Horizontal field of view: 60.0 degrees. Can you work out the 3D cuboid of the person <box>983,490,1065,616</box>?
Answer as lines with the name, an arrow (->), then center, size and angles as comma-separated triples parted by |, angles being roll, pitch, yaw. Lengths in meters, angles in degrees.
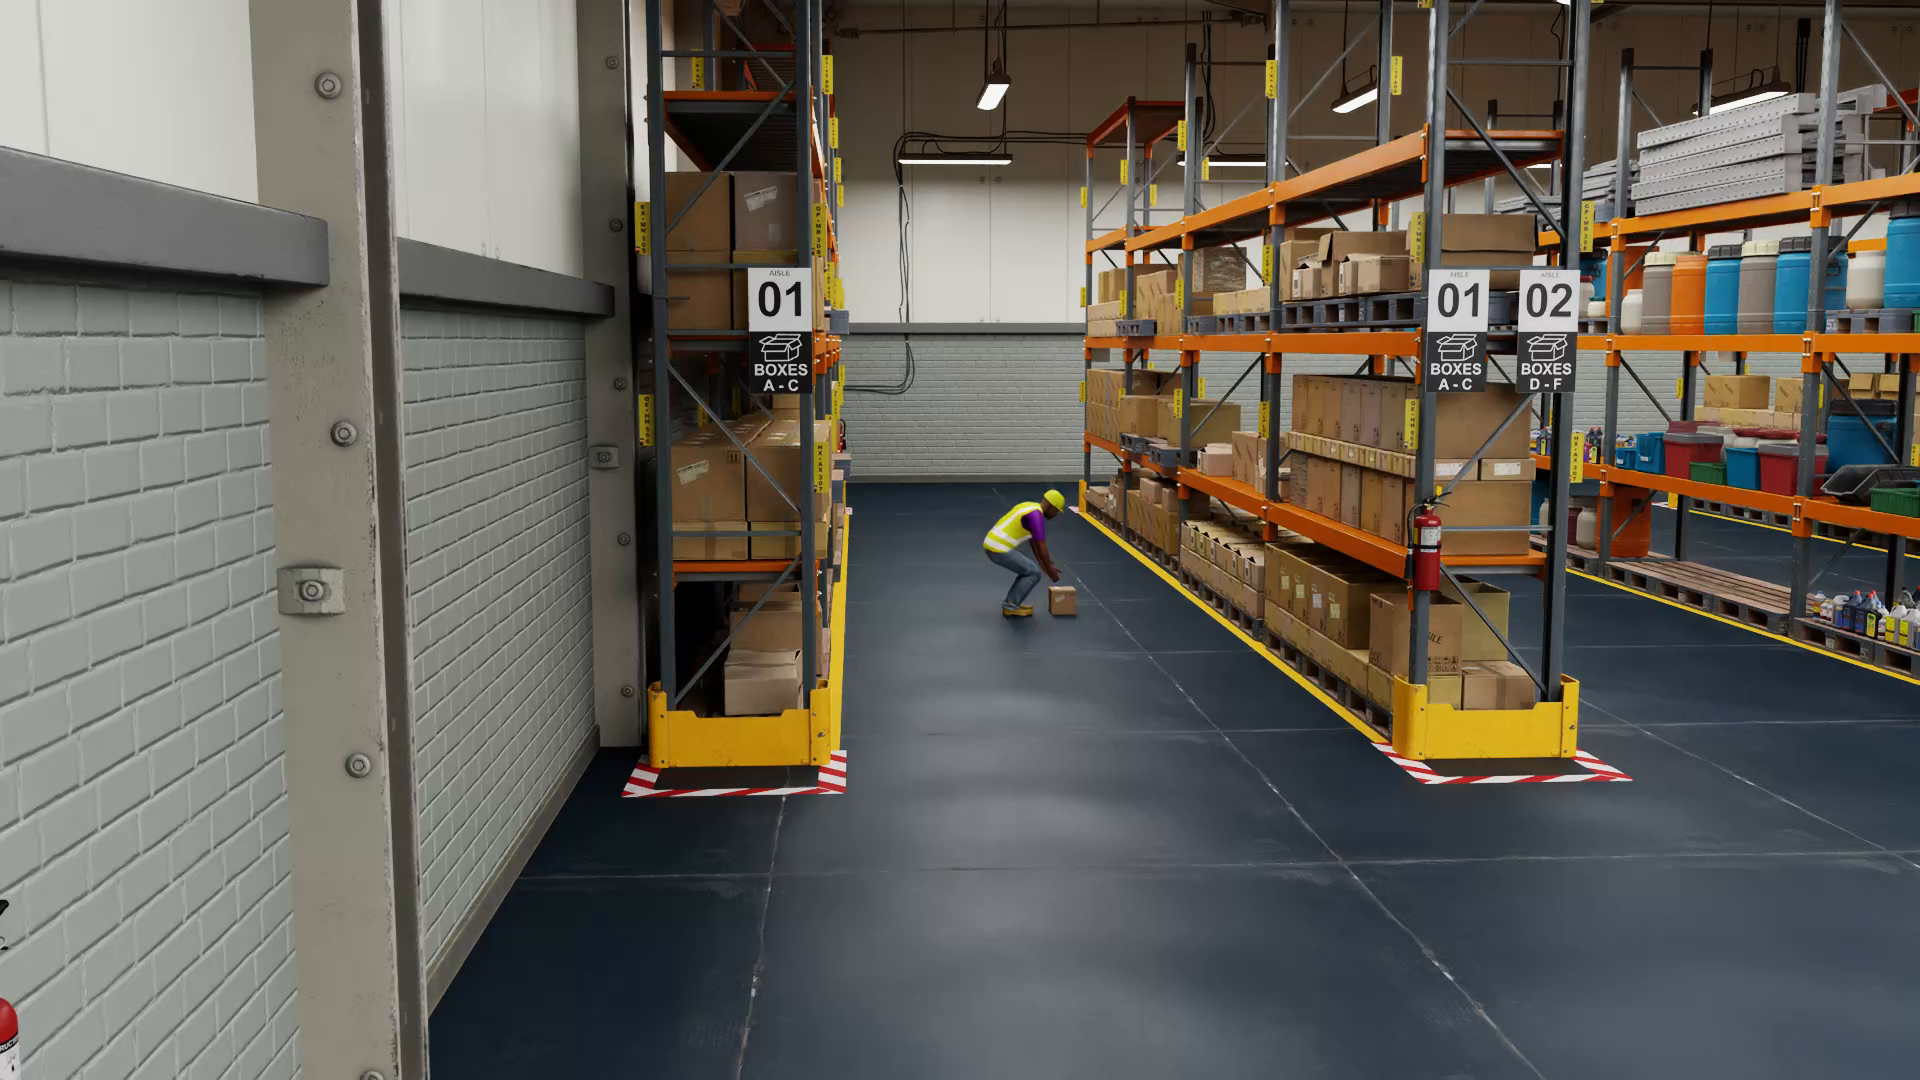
person -> 0.645, 0.119, 16.826 | 0.828, 1.250, 0.625 | 0, 7, -4
